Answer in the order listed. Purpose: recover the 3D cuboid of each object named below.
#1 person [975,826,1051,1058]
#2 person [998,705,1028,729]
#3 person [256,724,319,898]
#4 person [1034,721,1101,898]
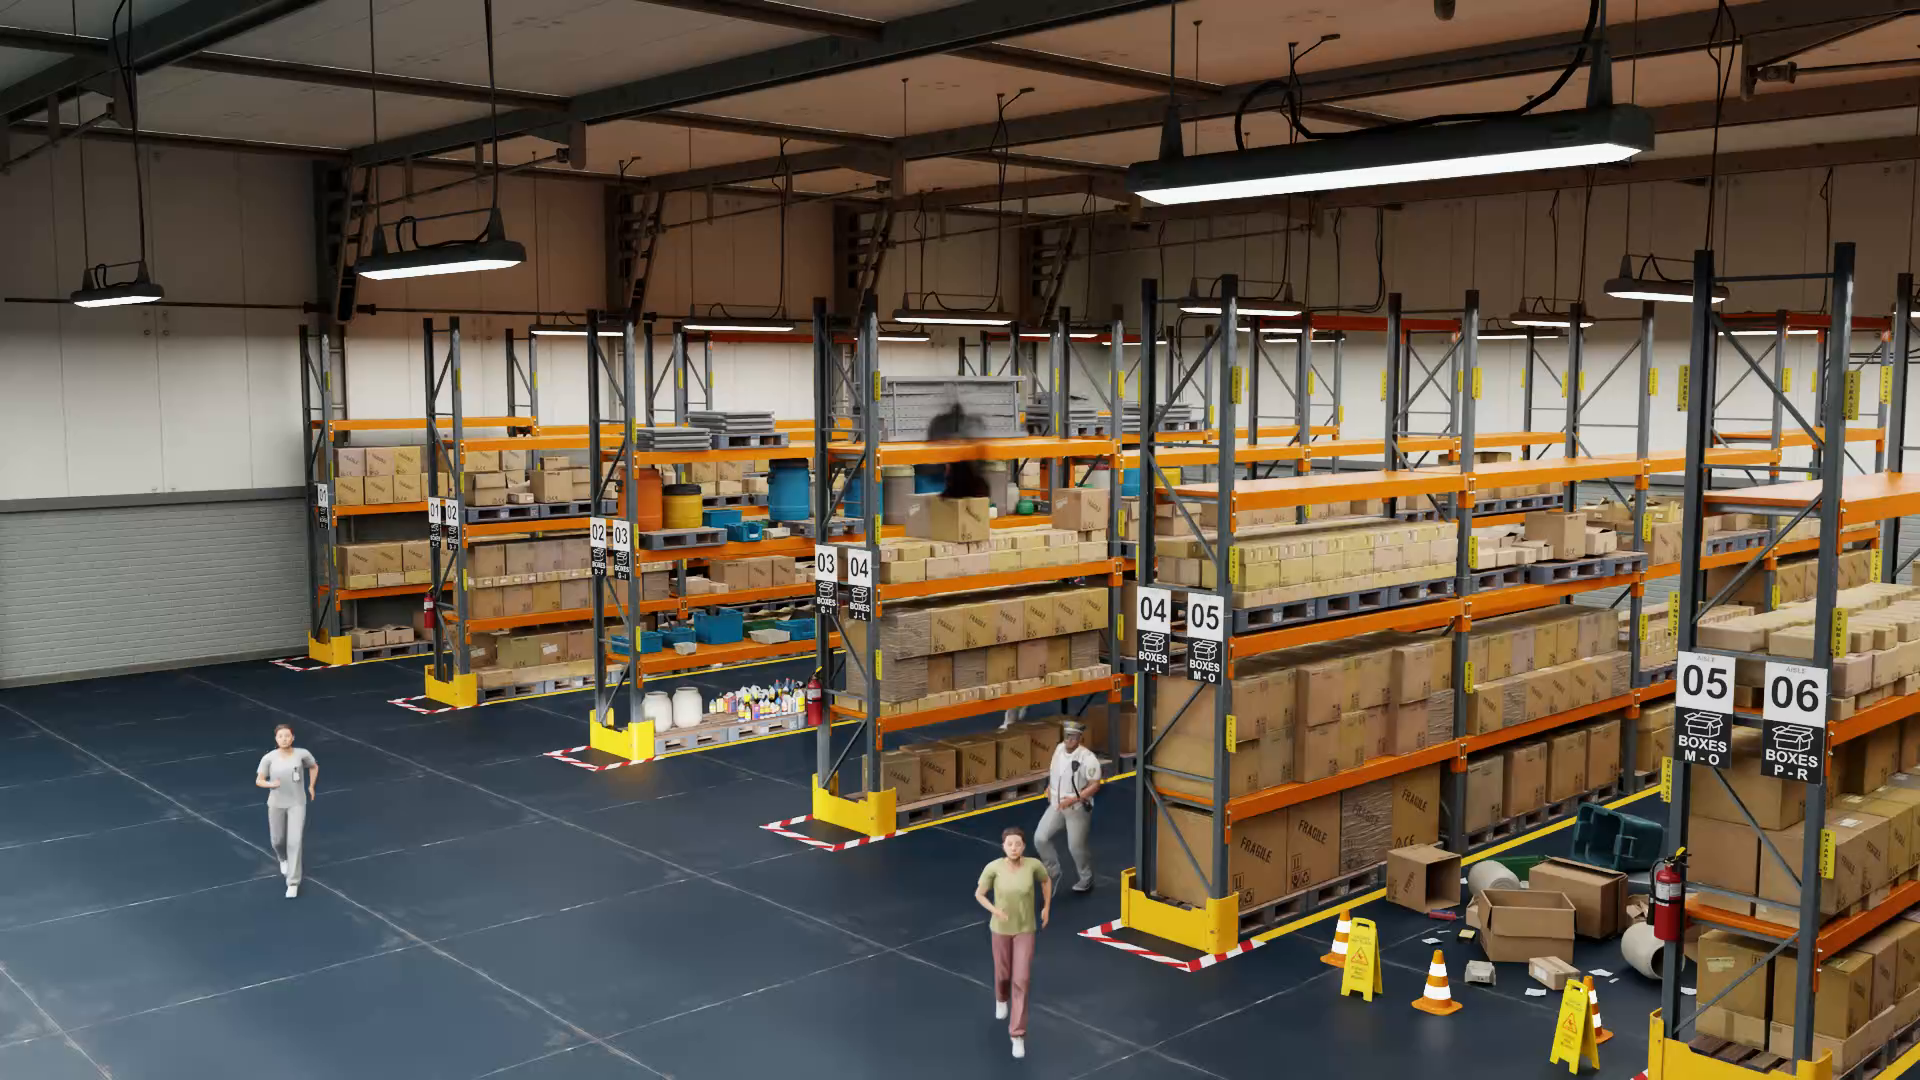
[{"bbox_3d":[0.414,3.036,12.889,0.598,1.688,0.848,0,6,0],"label":"person"},{"bbox_3d":[0.816,1.890,24.060,0.712,1.701,0.876,5,7,38],"label":"person"},{"bbox_3d":[-6.700,2.645,16.585,0.569,1.647,0.963,-2,6,-17],"label":"person"},{"bbox_3d":[1.083,2.655,16.395,0.673,1.801,0.668,5,8,40],"label":"person"}]
